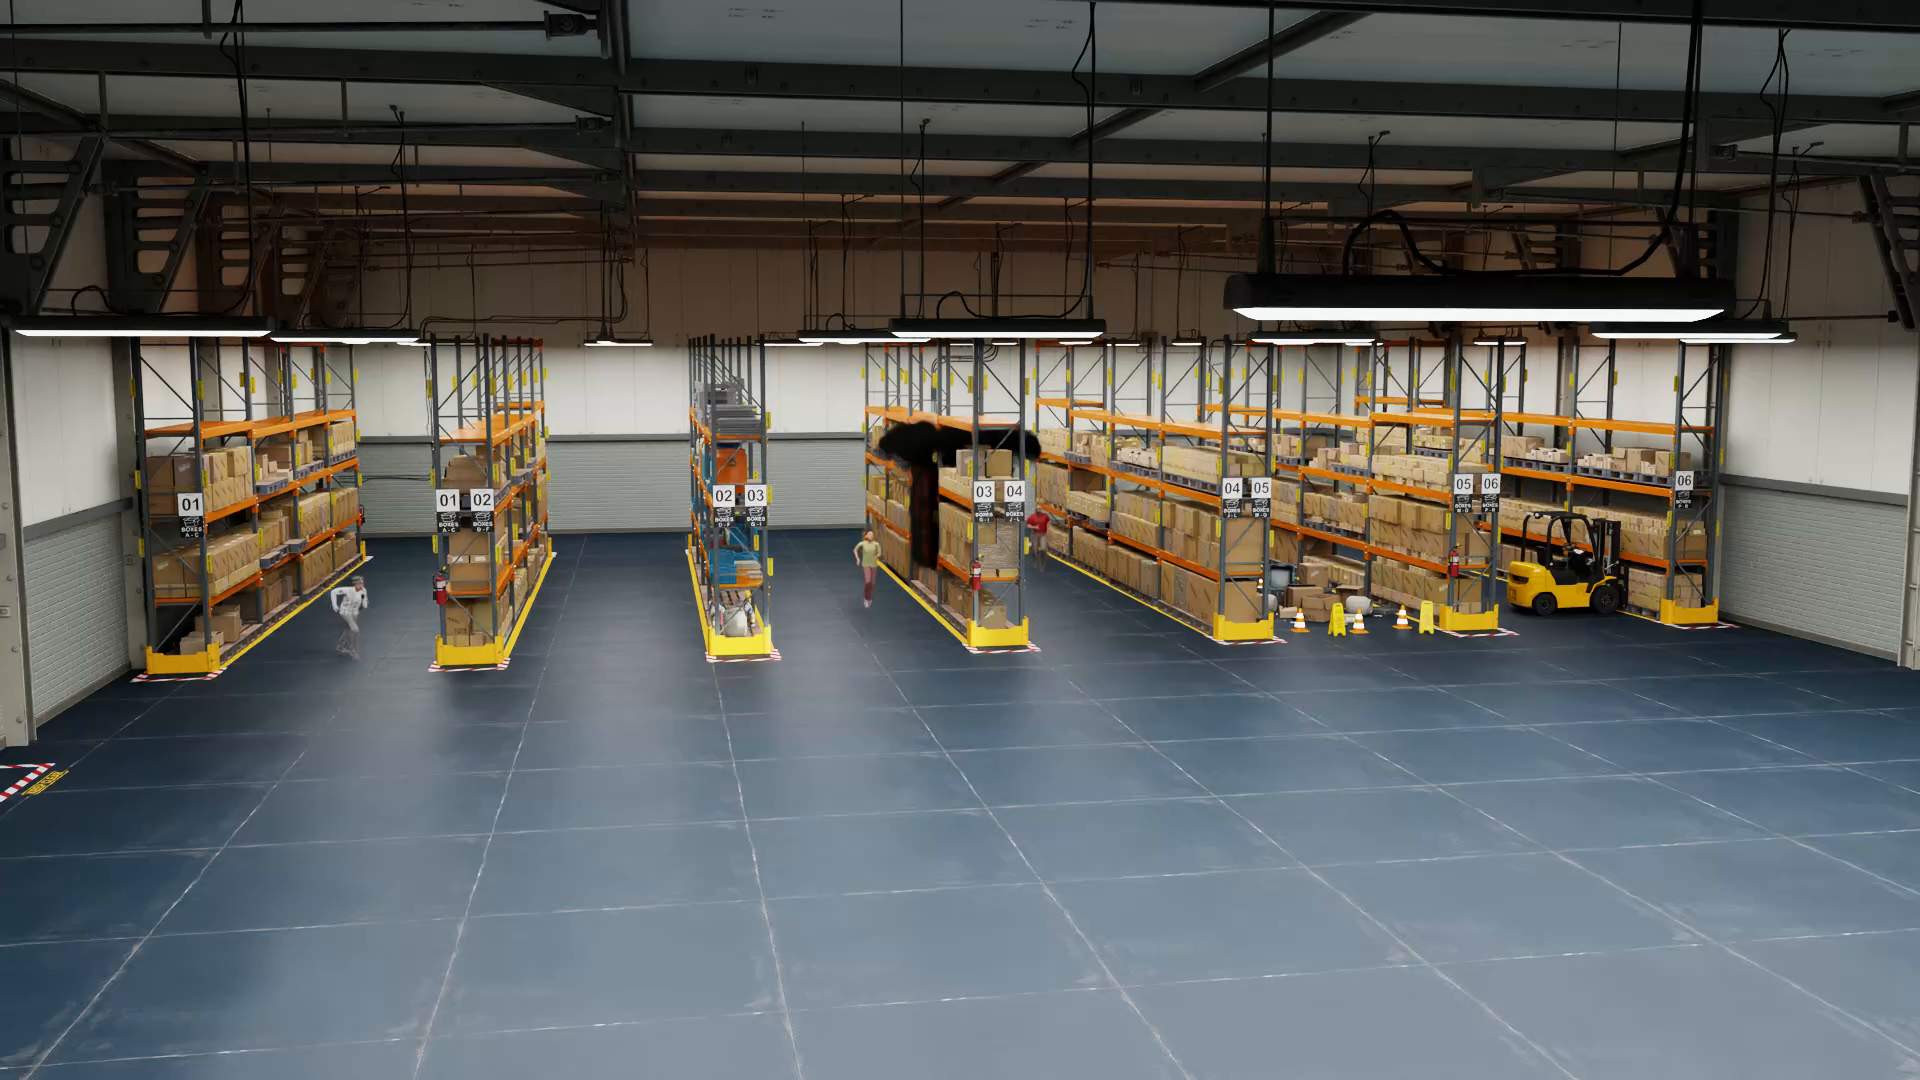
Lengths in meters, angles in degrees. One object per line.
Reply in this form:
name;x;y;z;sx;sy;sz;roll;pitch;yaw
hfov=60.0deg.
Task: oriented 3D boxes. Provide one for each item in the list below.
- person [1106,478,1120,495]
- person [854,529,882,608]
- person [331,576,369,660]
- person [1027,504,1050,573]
person;4.809;-1.120;52.222;0.845;1.696;0.645;-6;9;-43
person;-1.969;0.620;36.021;0.561;1.668;0.685;-2;7;-18
person;-11.340;1.446;30.846;0.918;1.601;0.663;5;8;38
person;2.036;-0.036;42.942;0.636;1.791;0.854;0;7;-3
